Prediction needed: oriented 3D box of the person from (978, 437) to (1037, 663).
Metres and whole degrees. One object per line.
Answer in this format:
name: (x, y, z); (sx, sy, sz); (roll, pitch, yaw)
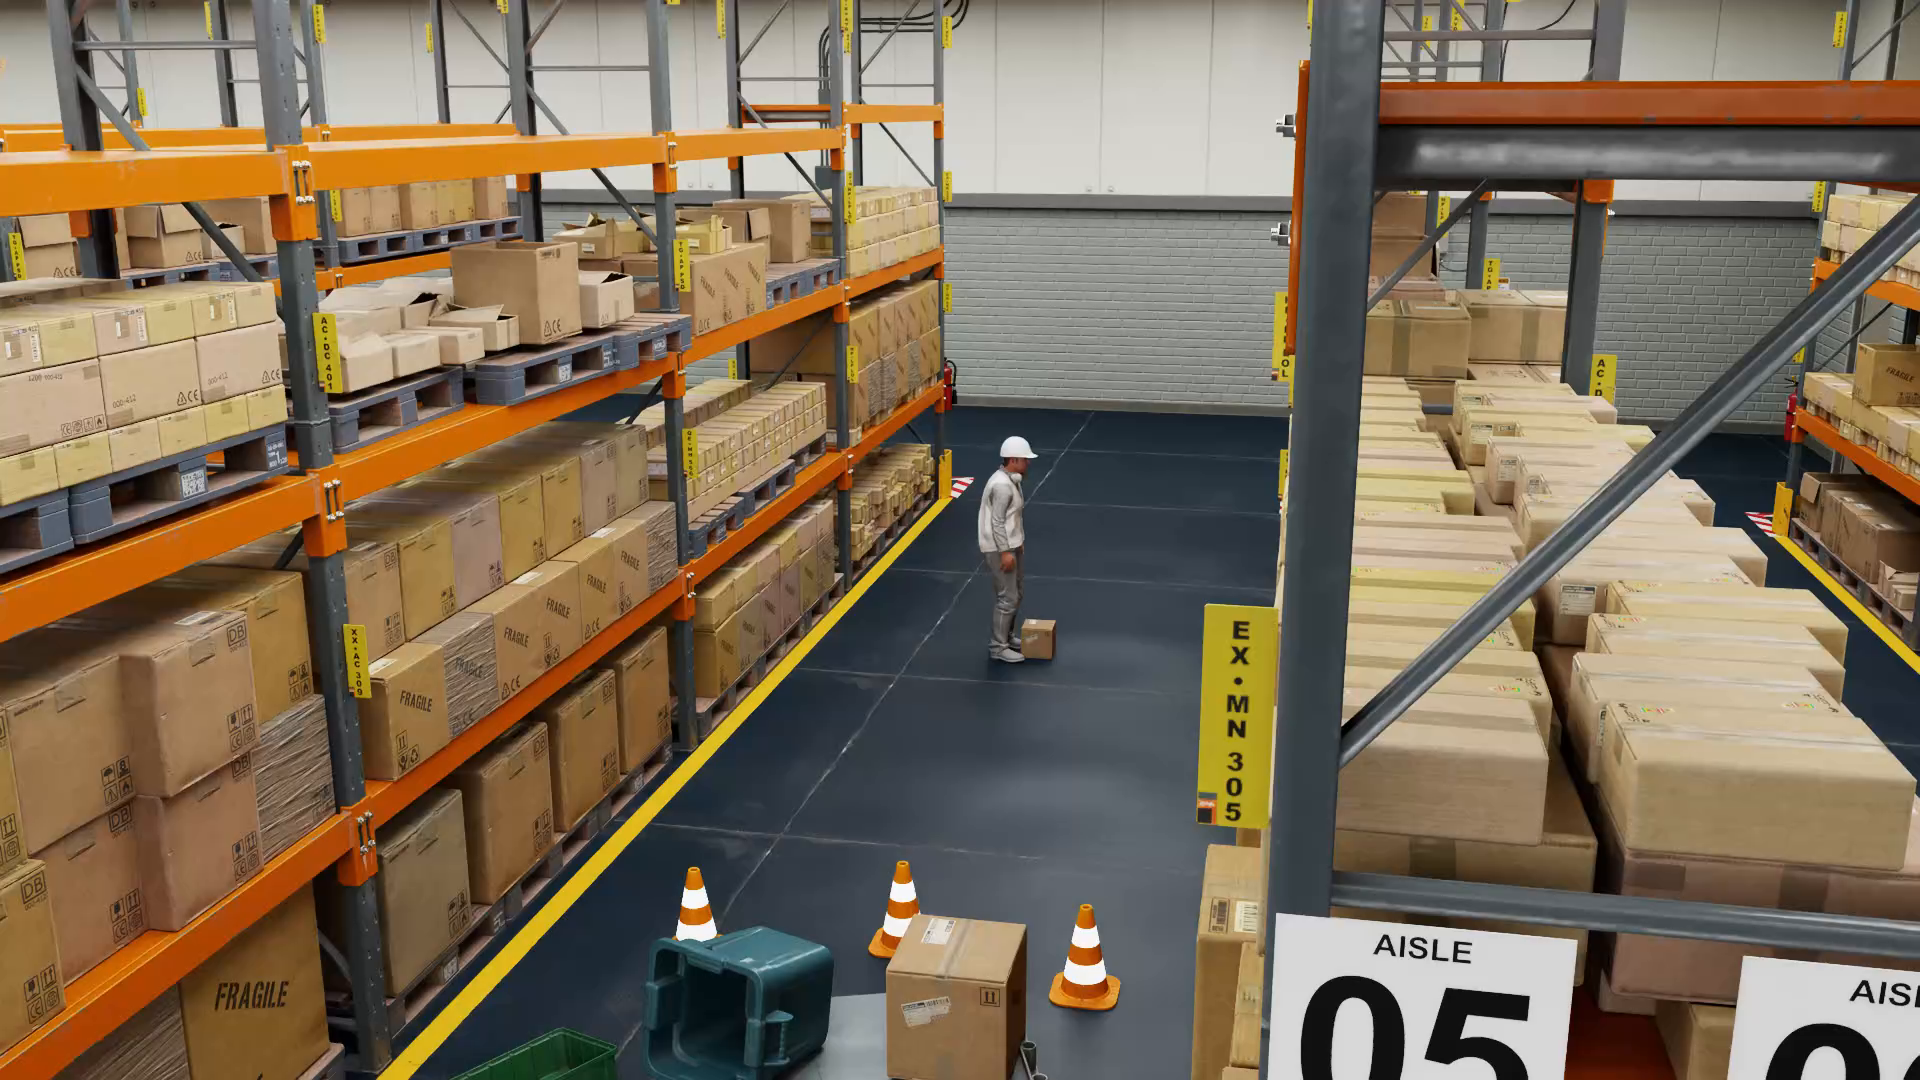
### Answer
person: (0.376, 0.054, 13.255); (0.460, 1.769, 0.579); (3, 15, 12)
